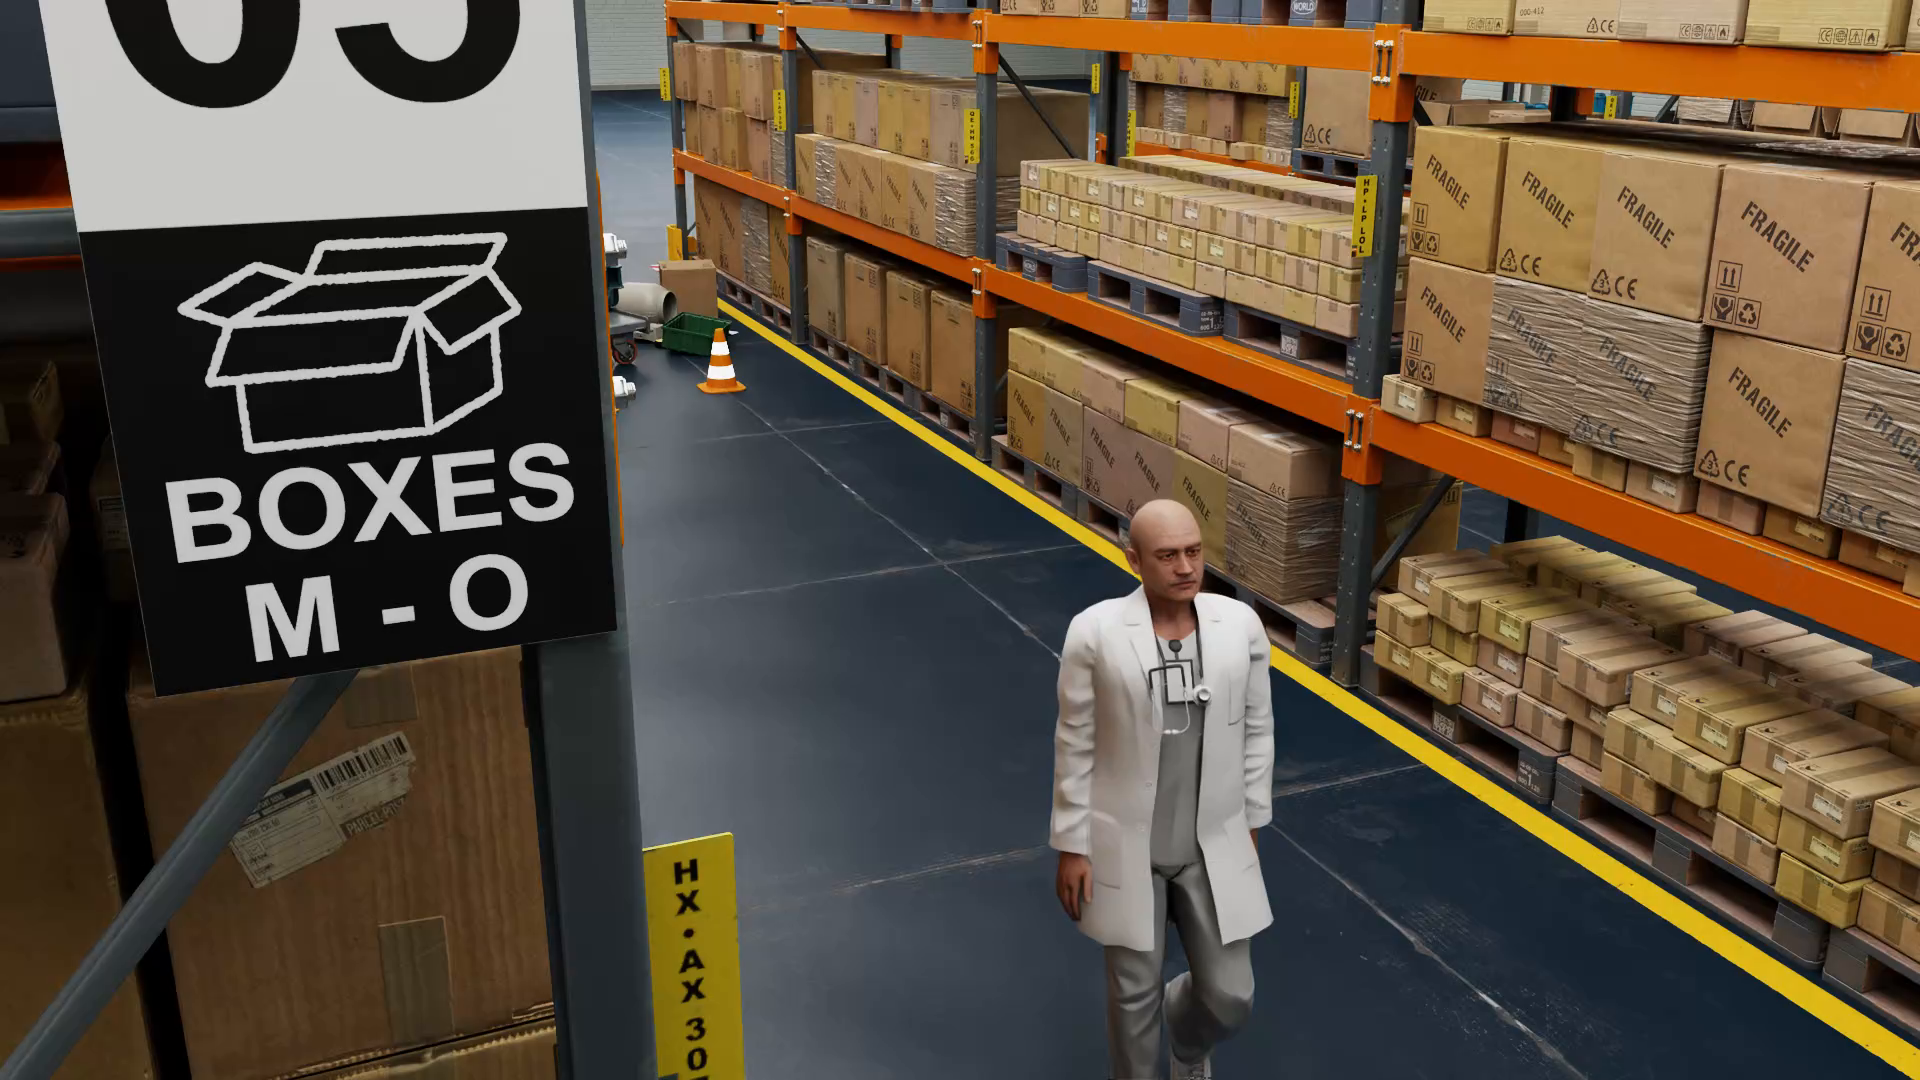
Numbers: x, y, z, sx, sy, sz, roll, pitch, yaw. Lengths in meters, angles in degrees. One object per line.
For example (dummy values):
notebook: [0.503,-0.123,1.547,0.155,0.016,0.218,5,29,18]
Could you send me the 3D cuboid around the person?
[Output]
person: [0.517,0.768,4.241,0.593,1.780,0.534,-1,19,-3]
